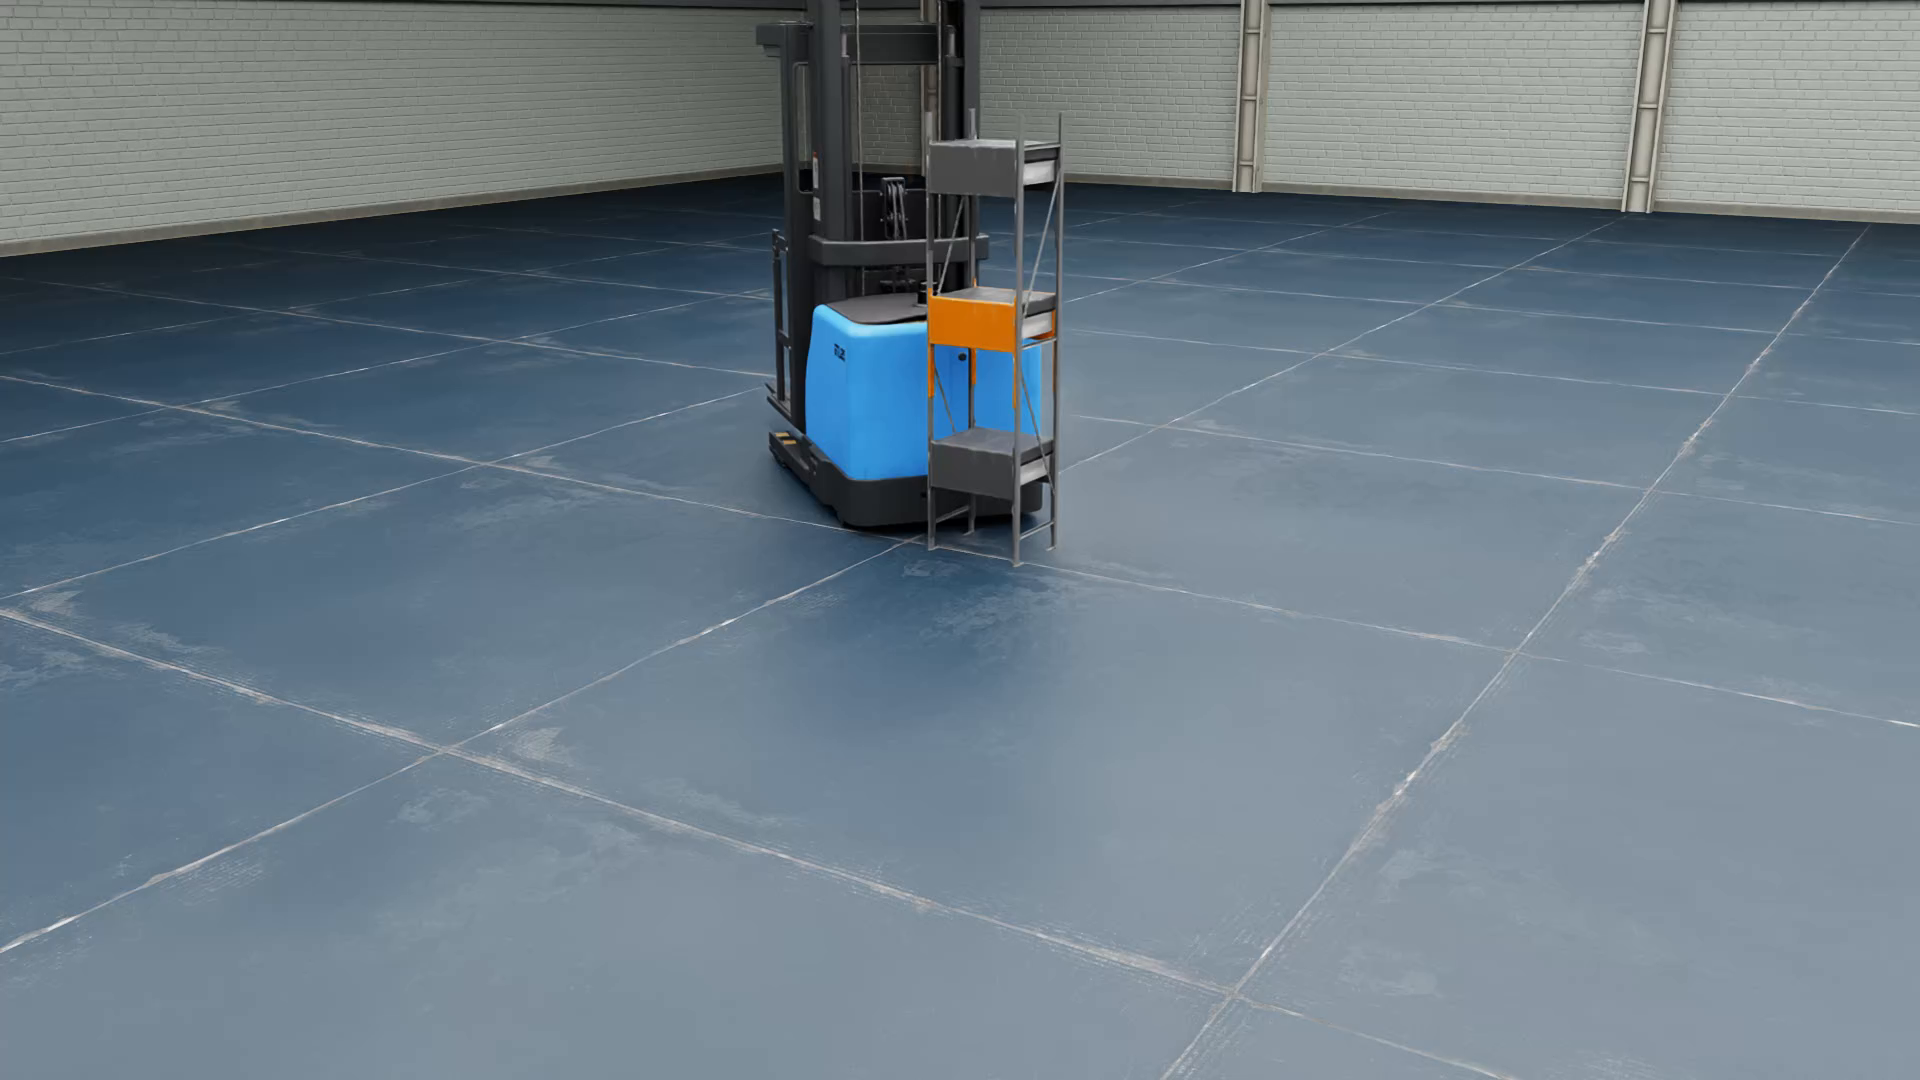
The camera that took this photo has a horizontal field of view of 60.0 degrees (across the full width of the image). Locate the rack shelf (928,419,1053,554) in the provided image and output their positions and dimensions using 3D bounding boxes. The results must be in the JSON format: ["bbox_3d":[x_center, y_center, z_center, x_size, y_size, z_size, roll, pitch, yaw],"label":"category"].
[{"bbox_3d":[0.163,-0.271,8.116,0.480,0.518,0.431,11,20,31],"label":"rack shelf"}]

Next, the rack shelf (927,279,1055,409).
[{"bbox_3d":[0.163,-0.941,7.913,0.480,0.518,0.431,11,20,31],"label":"rack shelf"}]

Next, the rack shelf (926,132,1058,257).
[{"bbox_3d":[0.163,-1.611,7.709,0.480,0.518,0.431,11,20,31],"label":"rack shelf"}]

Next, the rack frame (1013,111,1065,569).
[{"bbox_3d":[0.368,-0.915,7.782,0.015,2.100,0.400,11,20,31],"label":"rack frame"}]

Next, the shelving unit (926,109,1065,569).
[{"bbox_3d":[0.163,-0.954,7.909,0.503,2.100,0.431,11,20,31],"label":"shelving unit"}]

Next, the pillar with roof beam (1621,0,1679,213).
[{"bbox_3d":[7.522,-7.984,19.183,0.400,9.000,9.100,10,20,30],"label":"pillar with roof beam"}]

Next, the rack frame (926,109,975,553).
[{"bbox_3d":[-0.043,-0.992,8.035,0.015,2.100,0.400,11,20,31],"label":"rack frame"}]

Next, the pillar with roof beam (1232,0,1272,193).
[{"bbox_3d":[2.410,-8.897,22.187,0.400,9.000,9.100,10,20,30],"label":"pillar with roof beam"}]

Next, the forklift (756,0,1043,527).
[{"bbox_3d":[-0.507,-1.858,9.455,1.130,2.935,3.031,-5,18,-17],"label":"forklift"}]

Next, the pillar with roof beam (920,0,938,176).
[{"bbox_3d":[-2.703,-9.809,25.192,0.400,9.000,9.100,10,20,30],"label":"pillar with roof beam"}]
